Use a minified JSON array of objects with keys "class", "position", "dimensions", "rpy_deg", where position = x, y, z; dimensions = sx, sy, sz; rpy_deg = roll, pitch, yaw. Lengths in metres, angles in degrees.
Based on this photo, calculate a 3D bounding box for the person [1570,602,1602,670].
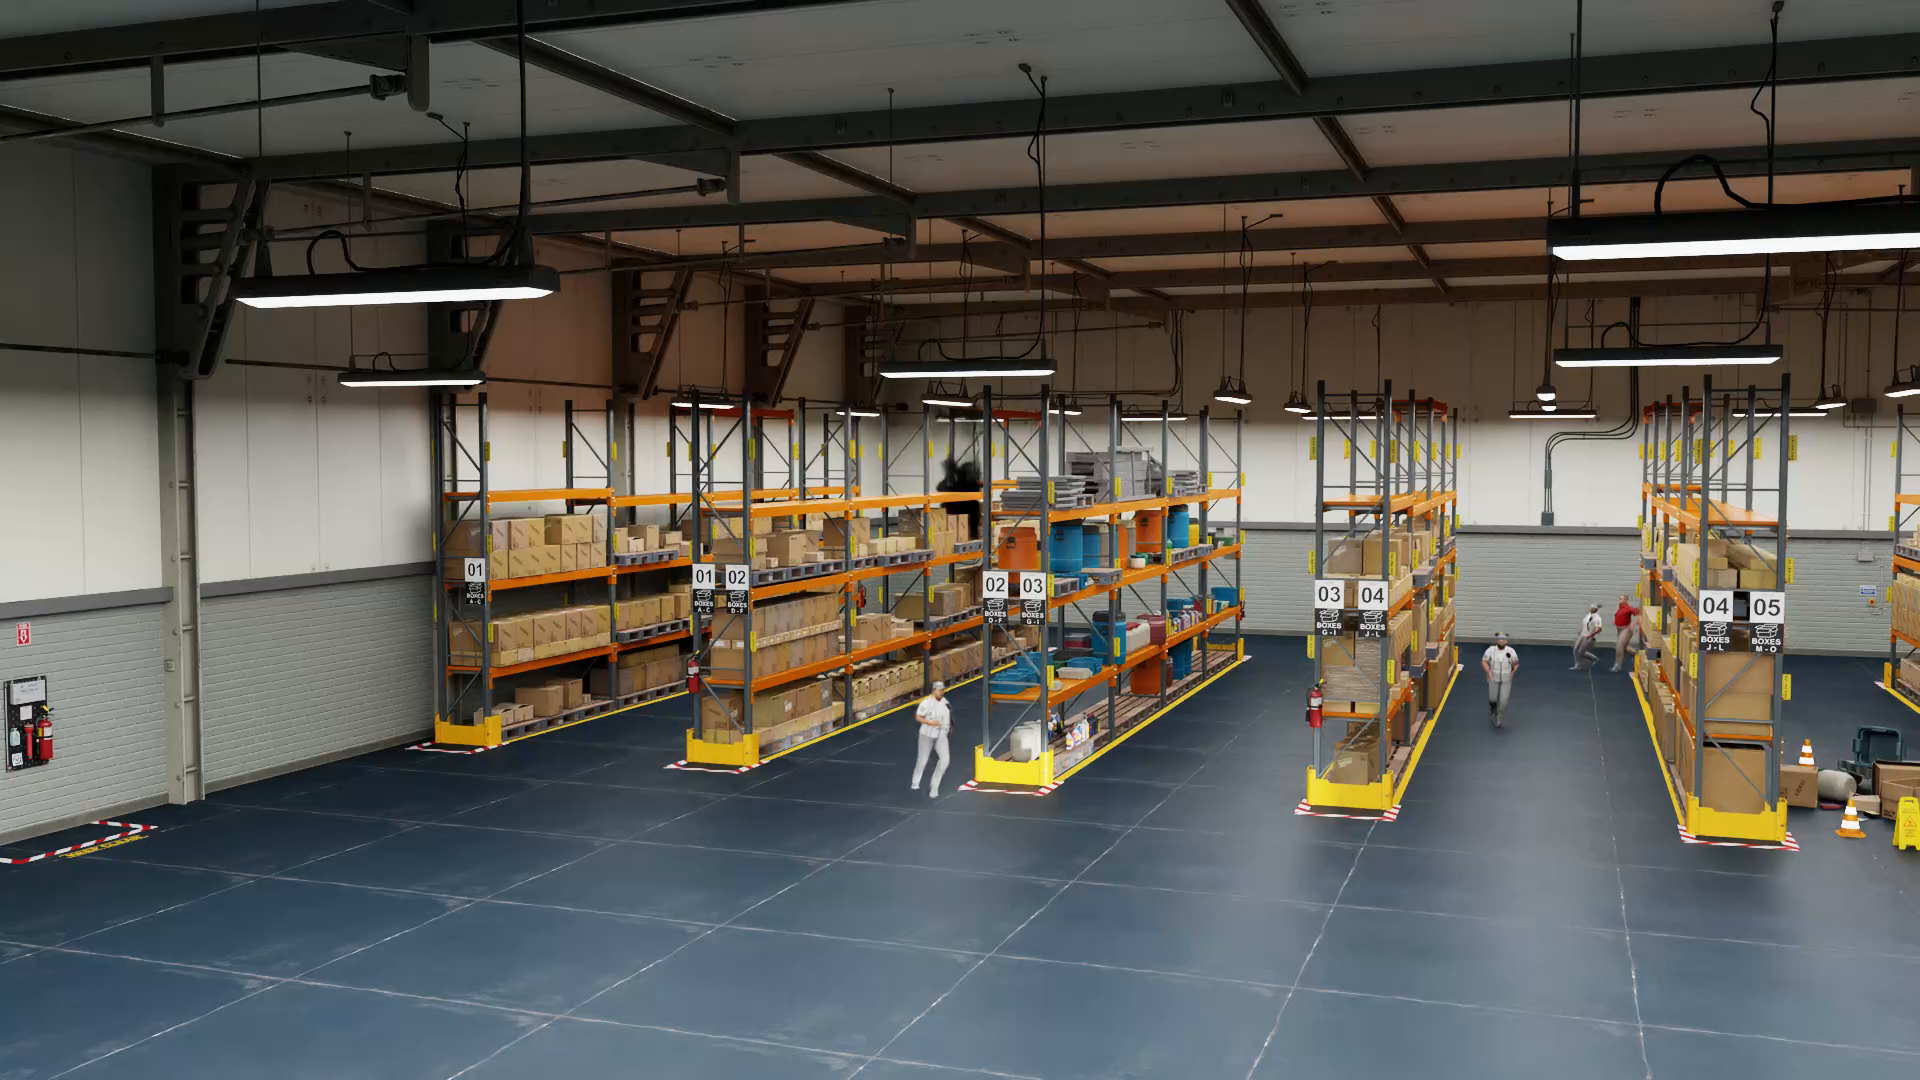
[{"class":"person","position":[14.331,2.201,37.895],"dimensions":[0.563,1.615,0.680],"rpy_deg":[-1,3,-10]}]

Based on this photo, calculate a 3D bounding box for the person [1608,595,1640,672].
[{"class":"person","position":[15.195,2.125,37.927],"dimensions":[0.937,1.761,0.724],"rpy_deg":[0,3,-6]}]

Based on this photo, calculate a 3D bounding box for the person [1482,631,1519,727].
[{"class":"person","position":[9.828,2.520,30.248],"dimensions":[0.641,1.736,0.596],"rpy_deg":[1,3,16]}]

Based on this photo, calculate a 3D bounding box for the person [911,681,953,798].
[{"class":"person","position":[-0.374,2.902,24.326],"dimensions":[0.661,1.692,0.717],"rpy_deg":[-1,3,-25]}]
